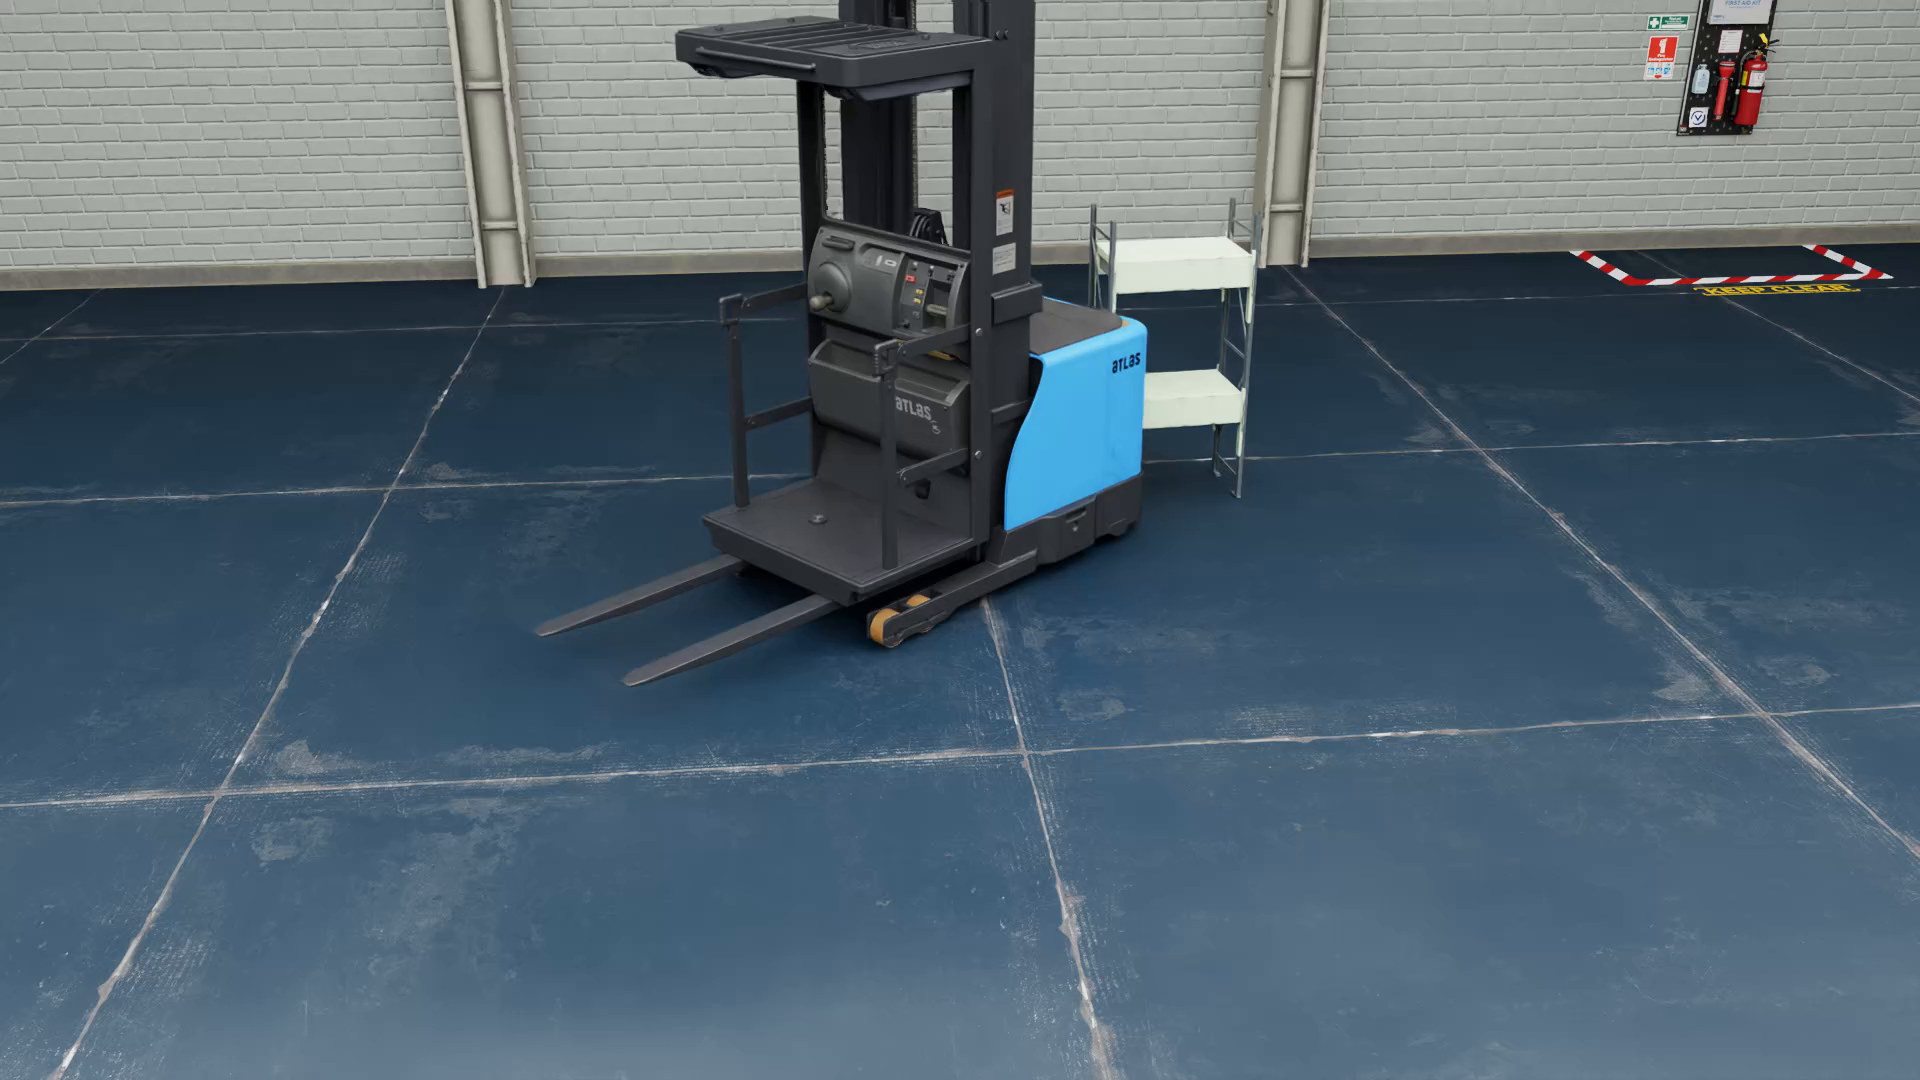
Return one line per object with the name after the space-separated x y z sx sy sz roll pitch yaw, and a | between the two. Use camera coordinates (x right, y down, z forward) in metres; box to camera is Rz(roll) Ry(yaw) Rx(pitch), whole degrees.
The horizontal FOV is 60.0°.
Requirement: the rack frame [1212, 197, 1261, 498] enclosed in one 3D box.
1.427 -0.985 8.619 0.023 1.500 0.400 -4 24 -10 | rack frame

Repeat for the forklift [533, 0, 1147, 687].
-0.471 -1.107 7.133 1.130 2.935 3.031 21 32 39 | forklift

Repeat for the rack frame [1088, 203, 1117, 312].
0.708 -0.929 8.494 0.023 1.500 0.400 -4 24 -10 | rack frame

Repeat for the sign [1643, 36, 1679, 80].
5.476 -3.767 12.988 0.234 0.329 0.001 -2 24 -5 | sign

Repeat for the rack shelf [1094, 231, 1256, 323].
1.067 -1.314 8.398 0.720 0.370 0.431 -4 24 -10 | rack shelf

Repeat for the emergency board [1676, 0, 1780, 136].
6.037 -3.731 12.952 0.643 1.169 0.194 -2 24 -5 | emergency board

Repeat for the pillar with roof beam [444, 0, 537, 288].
-3.019 -4.337 6.928 0.400 9.000 9.100 -2 24 -5 | pillar with roof beam

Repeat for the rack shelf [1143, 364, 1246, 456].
1.067 -0.659 8.689 0.720 0.370 0.431 -4 24 -10 | rack shelf

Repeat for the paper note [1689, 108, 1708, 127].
5.854 -3.350 13.177 0.142 0.148 0.016 -2 24 -5 | paper note

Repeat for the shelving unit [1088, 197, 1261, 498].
1.067 -0.957 8.557 0.755 1.500 0.431 -4 24 -10 | shelving unit

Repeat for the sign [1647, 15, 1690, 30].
5.482 -4.006 12.873 0.331 0.109 0.001 -2 24 -5 | sign

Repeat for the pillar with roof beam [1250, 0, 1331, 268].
2.952 -4.576 7.467 0.400 9.000 9.100 -2 24 -5 | pillar with roof beam
